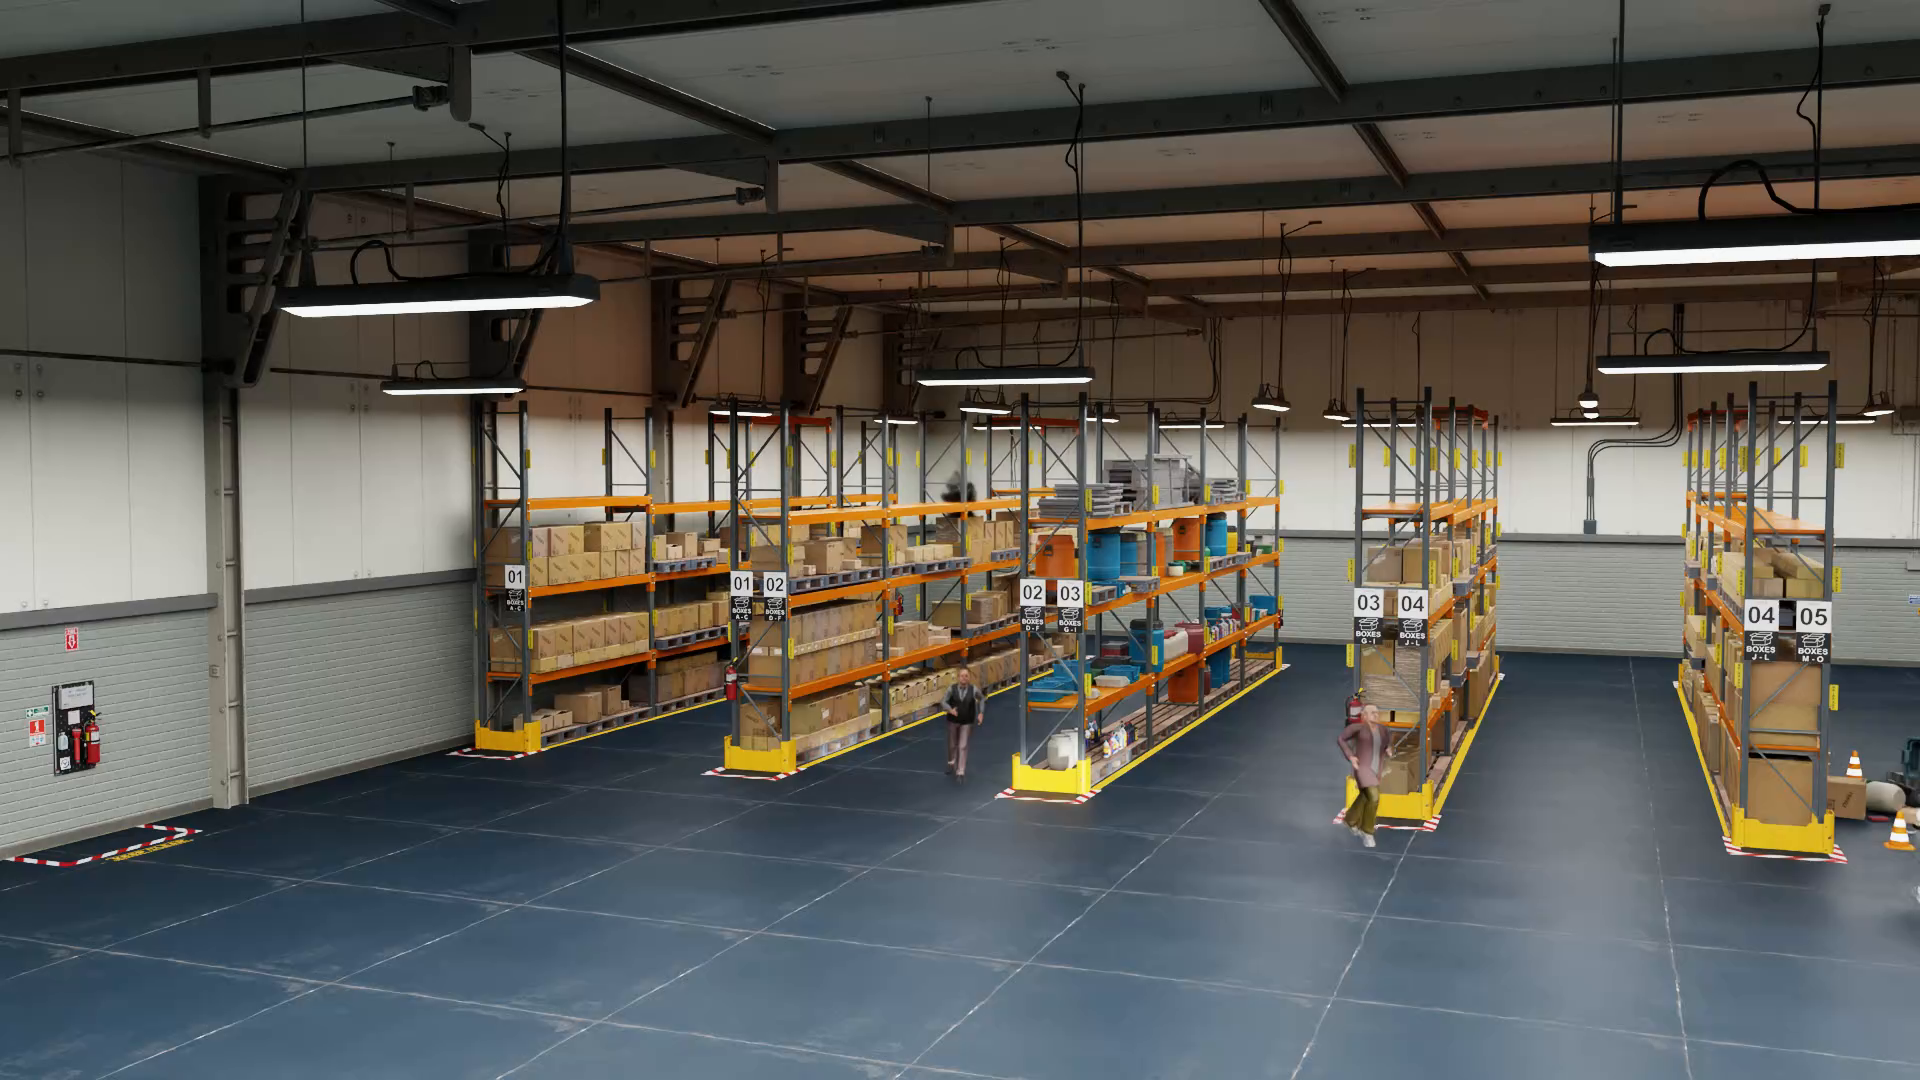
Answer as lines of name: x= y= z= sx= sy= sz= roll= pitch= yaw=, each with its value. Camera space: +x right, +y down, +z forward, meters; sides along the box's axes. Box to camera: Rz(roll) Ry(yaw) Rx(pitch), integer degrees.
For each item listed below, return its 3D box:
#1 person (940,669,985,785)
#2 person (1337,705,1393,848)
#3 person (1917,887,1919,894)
person: x=0.039 y=2.870 z=25.856 sx=0.698 sy=1.736 sz=0.877 roll=0 pitch=3 yaw=3
person: x=5.329 y=3.065 z=21.756 sx=0.715 sy=1.854 sz=0.772 roll=-1 pitch=3 yaw=-28
person: x=10.673 y=3.296 z=17.845 sx=0.607 sy=1.700 sz=0.829 roll=-1 pitch=3 yaw=-17
